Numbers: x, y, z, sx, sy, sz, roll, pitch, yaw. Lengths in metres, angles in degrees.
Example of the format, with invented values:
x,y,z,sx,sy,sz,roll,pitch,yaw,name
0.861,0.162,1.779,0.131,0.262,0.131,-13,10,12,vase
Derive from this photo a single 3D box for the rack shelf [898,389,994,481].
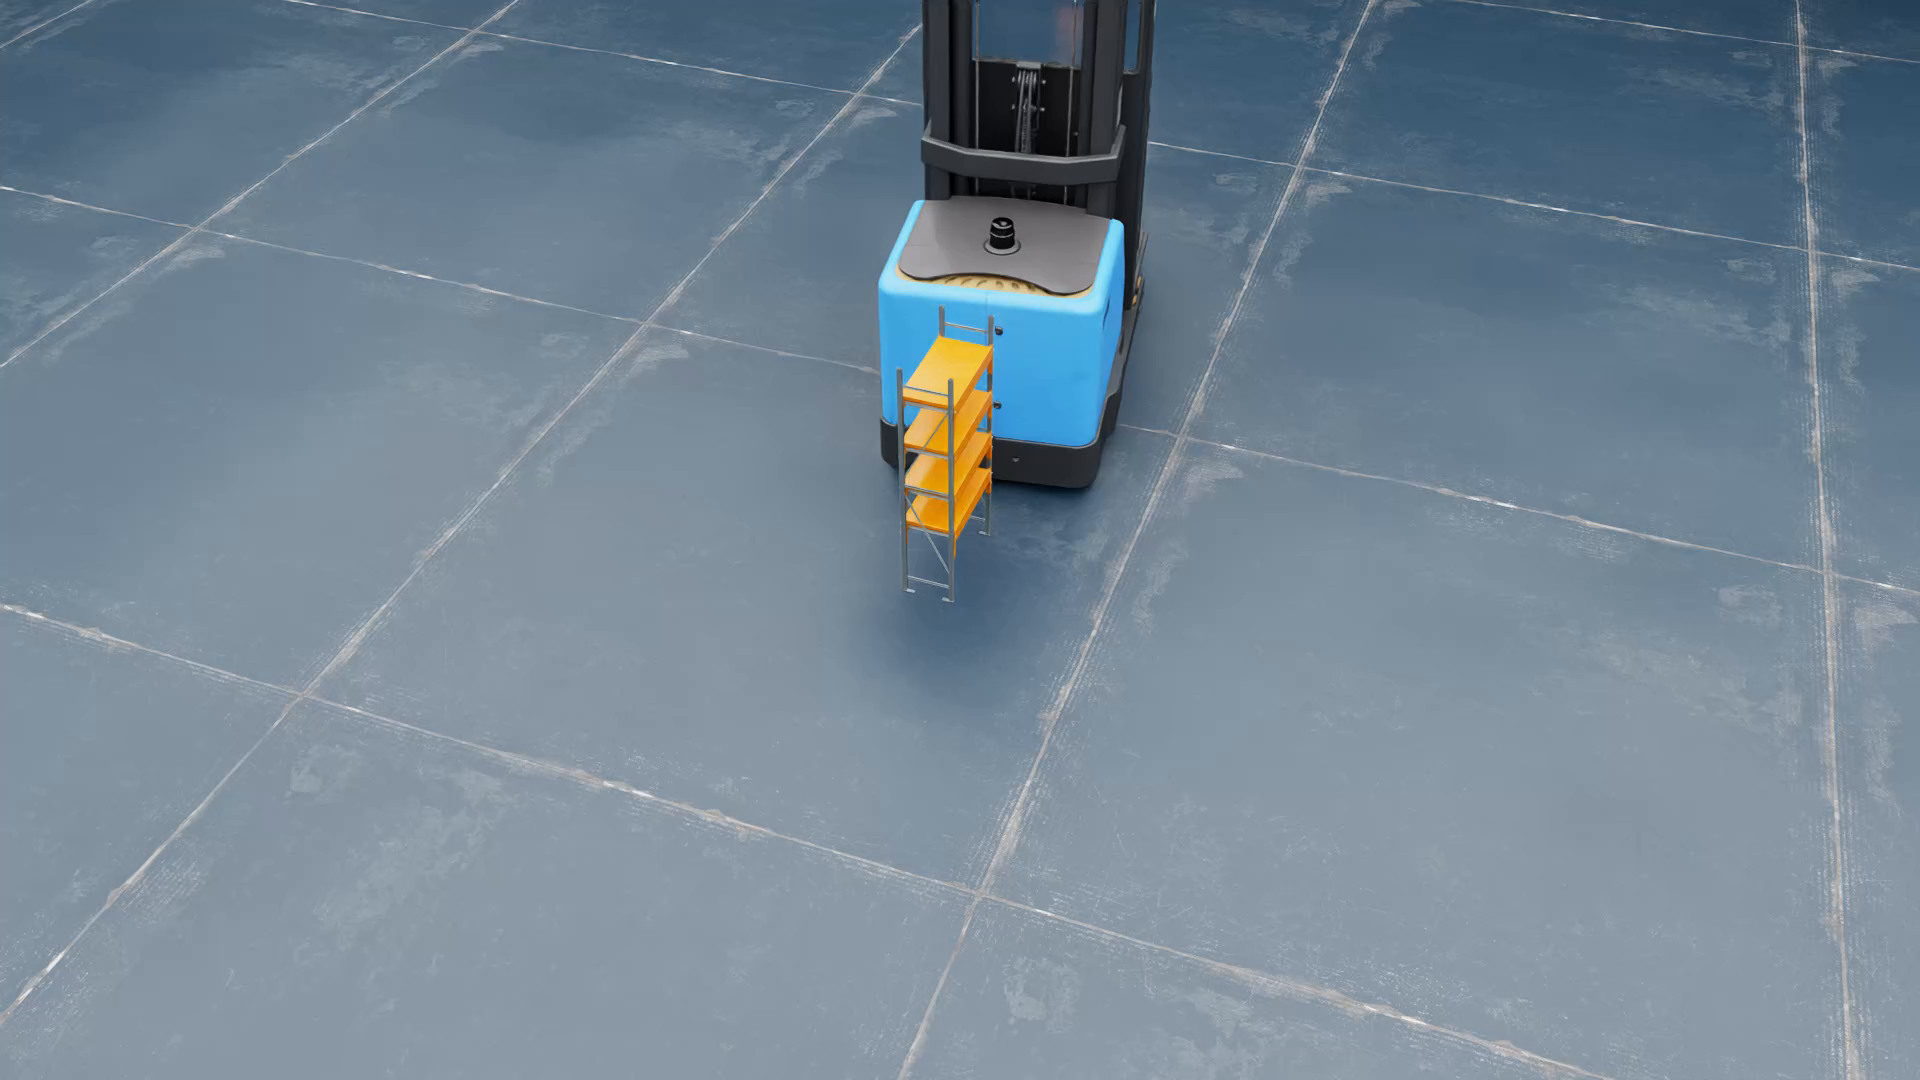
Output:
x,y,z,sx,sy,sz,roll,pitch,yaw,name
-0.057,-0.474,7.094,0.258,0.148,0.480,13,42,15,rack shelf

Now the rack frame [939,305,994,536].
x,y,z,sx,sy,sz,roll,pitch,yaw,name
0.027,-0.504,7.370,0.240,1.200,0.015,13,42,15,rack frame

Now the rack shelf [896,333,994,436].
x,y,z,sx,sy,sz,roll,pitch,yaw,name
-0.057,-0.654,6.941,0.258,0.148,0.480,13,42,15,rack shelf

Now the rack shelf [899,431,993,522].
x,y,z,sx,sy,sz,roll,pitch,yaw,name
-0.057,-0.304,7.240,0.258,0.148,0.480,13,42,15,rack shelf

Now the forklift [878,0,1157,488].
x,y,z,sx,sy,sz,roll,pitch,yaw,name
0.413,-2.322,8.168,1.130,2.935,3.031,7,41,9,forklift

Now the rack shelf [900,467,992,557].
x,y,z,sx,sy,sz,roll,pitch,yaw,name
-0.057,-0.153,7.368,0.258,0.148,0.480,13,42,15,rack shelf

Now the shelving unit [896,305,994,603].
x,y,z,sx,sy,sz,roll,pitch,yaw,name
-0.057,-0.355,7.196,0.258,1.200,0.503,13,42,15,shelving unit

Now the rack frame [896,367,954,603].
x,y,z,sx,sy,sz,roll,pitch,yaw,name
-0.140,-0.207,7.021,0.240,1.200,0.015,13,42,15,rack frame
